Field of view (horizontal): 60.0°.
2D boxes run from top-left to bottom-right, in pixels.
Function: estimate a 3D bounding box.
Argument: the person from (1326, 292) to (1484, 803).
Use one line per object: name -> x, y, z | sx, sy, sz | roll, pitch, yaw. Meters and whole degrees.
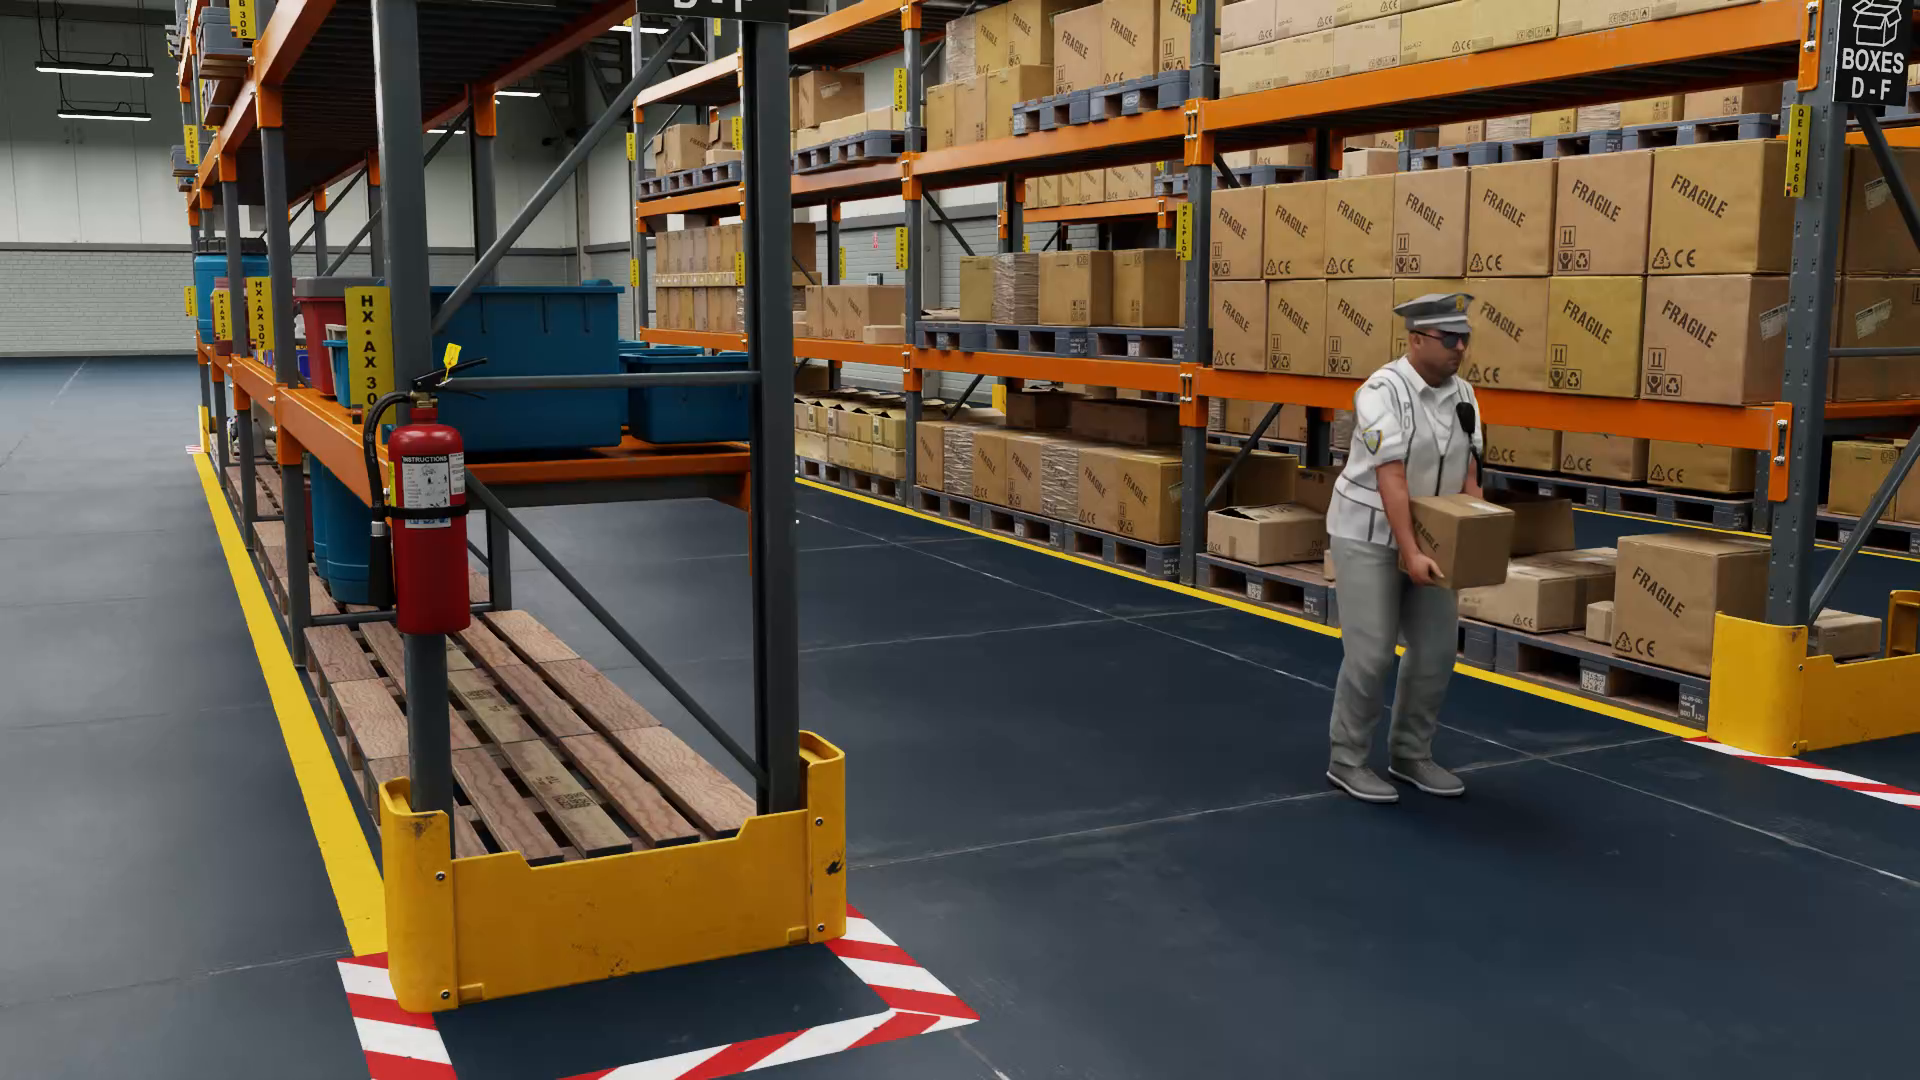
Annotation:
person -> 1.567, 0.025, 5.725 | 0.485, 1.737, 0.597 | -4, 9, -27
